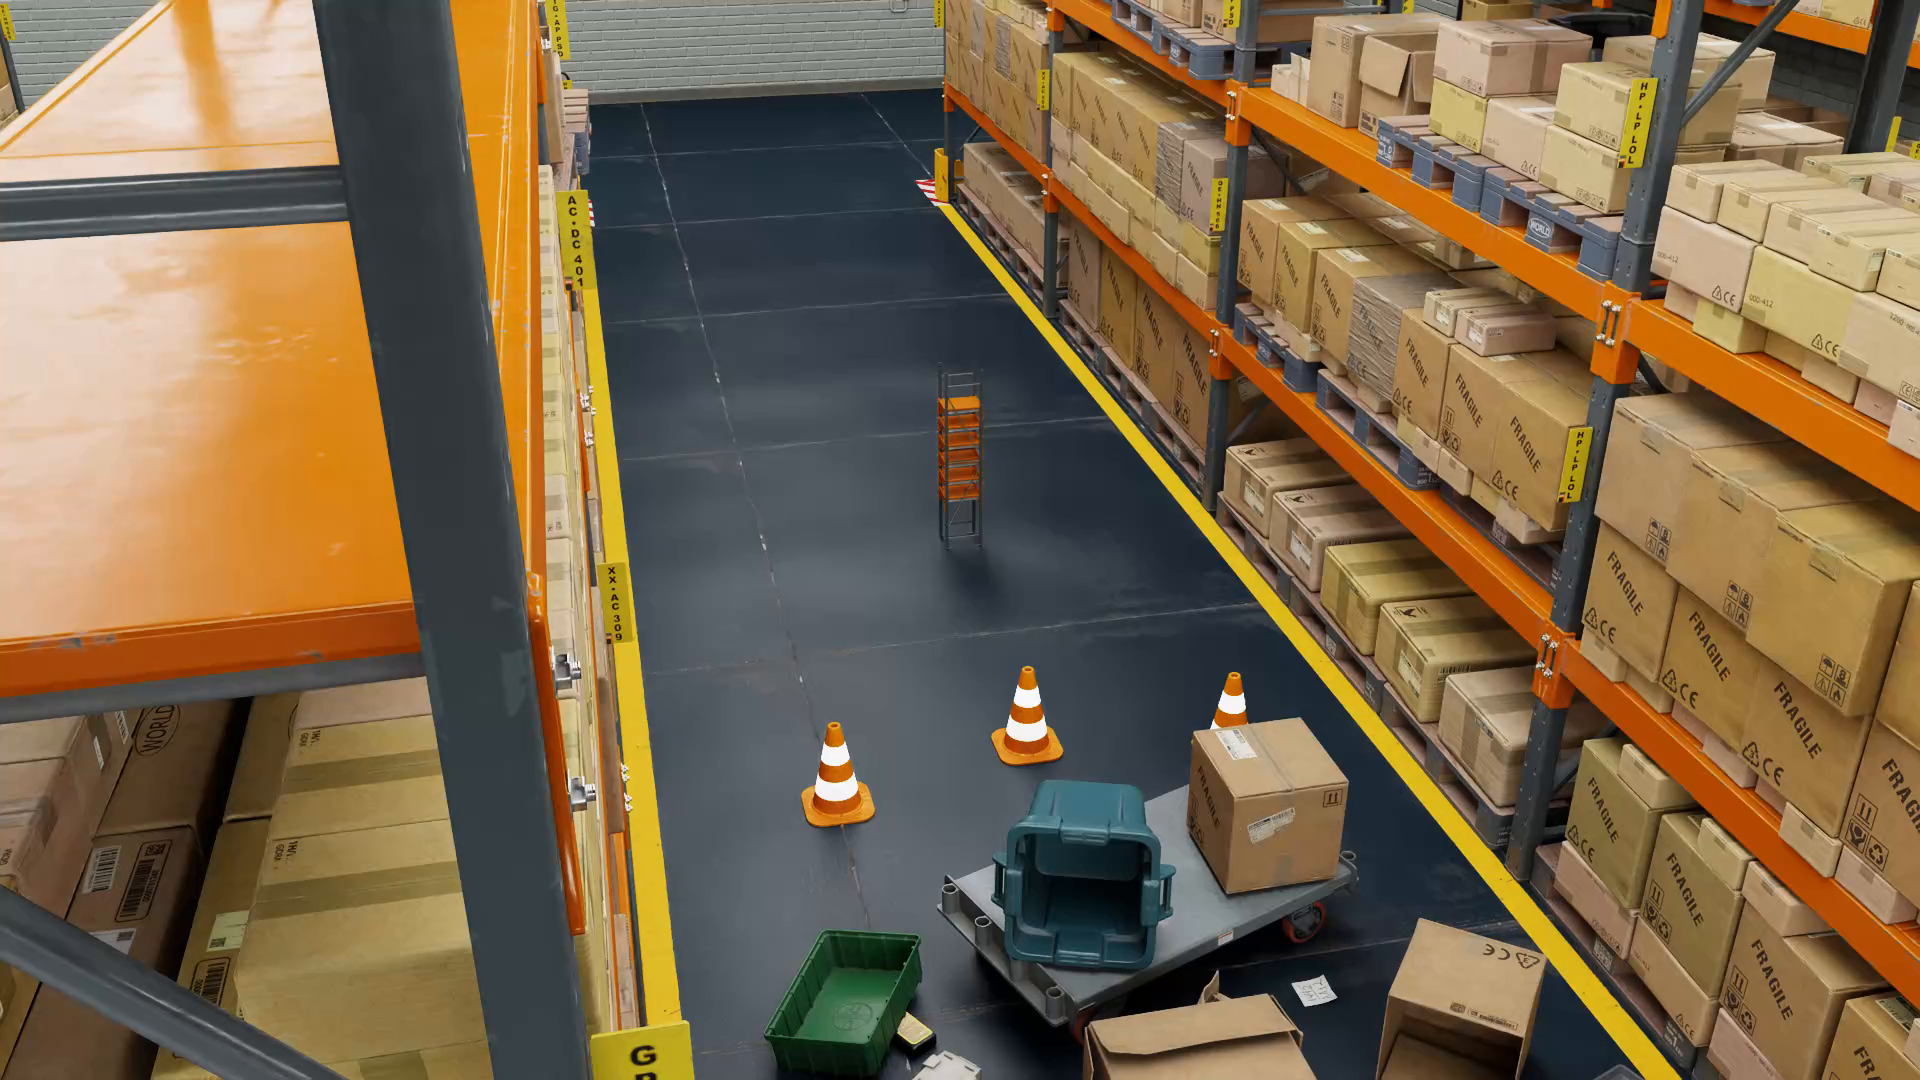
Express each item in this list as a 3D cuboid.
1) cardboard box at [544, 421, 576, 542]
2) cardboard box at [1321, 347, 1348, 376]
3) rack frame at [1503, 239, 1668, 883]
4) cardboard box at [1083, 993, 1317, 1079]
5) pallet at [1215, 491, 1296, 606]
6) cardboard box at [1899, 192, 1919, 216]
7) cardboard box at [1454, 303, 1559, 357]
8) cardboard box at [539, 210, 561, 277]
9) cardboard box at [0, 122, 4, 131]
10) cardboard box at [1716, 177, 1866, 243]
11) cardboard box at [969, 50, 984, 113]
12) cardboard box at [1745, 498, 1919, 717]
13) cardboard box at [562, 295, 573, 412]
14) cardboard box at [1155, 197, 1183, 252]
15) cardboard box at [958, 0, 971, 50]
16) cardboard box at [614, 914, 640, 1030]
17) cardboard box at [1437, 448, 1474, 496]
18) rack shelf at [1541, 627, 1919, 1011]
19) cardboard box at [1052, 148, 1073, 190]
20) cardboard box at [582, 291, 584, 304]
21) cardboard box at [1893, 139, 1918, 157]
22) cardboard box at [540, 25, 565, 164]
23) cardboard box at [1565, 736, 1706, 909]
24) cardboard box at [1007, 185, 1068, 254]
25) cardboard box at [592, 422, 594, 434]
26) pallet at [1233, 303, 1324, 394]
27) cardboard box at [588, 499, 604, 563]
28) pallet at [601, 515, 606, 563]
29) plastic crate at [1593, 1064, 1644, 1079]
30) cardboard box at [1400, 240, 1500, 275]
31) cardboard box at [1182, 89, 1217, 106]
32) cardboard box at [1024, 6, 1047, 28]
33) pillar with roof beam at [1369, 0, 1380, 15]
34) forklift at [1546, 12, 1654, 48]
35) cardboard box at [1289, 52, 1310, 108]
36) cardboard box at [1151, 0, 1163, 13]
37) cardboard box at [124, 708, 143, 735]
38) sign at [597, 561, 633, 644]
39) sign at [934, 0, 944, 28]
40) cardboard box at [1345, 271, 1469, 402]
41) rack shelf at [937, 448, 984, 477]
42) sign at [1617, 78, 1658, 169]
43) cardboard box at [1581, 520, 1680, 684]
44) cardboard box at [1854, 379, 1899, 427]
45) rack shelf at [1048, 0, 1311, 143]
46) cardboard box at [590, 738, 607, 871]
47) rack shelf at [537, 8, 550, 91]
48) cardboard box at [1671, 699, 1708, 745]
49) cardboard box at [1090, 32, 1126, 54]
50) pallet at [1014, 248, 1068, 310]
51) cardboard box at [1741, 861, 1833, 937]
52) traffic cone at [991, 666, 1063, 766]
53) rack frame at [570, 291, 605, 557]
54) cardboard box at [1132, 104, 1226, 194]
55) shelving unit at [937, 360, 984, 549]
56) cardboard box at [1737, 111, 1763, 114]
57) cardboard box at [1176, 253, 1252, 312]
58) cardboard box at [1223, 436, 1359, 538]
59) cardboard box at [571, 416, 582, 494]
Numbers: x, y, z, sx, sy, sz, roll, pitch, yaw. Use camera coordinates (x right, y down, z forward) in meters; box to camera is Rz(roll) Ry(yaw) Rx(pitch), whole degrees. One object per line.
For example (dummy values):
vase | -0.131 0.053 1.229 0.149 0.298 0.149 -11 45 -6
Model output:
cardboard box | -0.918 -0.092 3.090 0.380 0.149 0.250 -6 27 -12
cardboard box | 2.241 -1.039 9.293 0.380 0.149 0.250 -4 27 -9
rack frame | 3.031 0.157 7.109 1.000 3.000 0.127 -6 27 -12
cardboard box | 0.851 2.044 5.992 0.797 0.637 0.503 -6 27 -12
pallet | 2.304 -0.011 10.537 1.003 0.211 1.213 -6 27 -12
cardboard box | 3.420 -1.079 5.623 0.380 0.149 0.250 -5 27 -10
cardboard box | 2.539 -0.978 7.732 0.380 0.149 0.250 -7 28 -13
cardboard box | -1.263 -0.761 4.417 0.380 0.149 0.250 -6 27 -12
cardboard box | -8.812 -3.644 14.920 0.380 0.149 0.250 -6 27 -11
cardboard box | 2.871 -1.143 5.750 0.380 0.149 0.250 -5 27 -10
cardboard box | 0.393 -4.471 16.168 0.500 0.500 0.500 -6 27 -12
cardboard box | 3.099 0.198 5.477 0.700 0.500 0.500 -7 28 -13
cardboard box | -1.294 -0.521 4.383 0.500 0.250 0.500 -6 27 -12
cardboard box | 1.653 -2.166 11.325 0.500 0.250 0.500 -7 28 -13
cardboard box | 0.280 -5.136 16.376 0.500 0.500 0.500 -7 28 -13
cardboard box | -1.121 1.253 3.574 0.875 0.550 0.550 -6 27 -12
cardboard box | 2.510 -0.343 7.913 0.380 0.149 0.250 -6 27 -12
rack shelf | 3.481 1.357 5.532 1.077 0.370 4.000 -6 27 -12
cardboard box | 1.070 -3.068 13.665 0.500 0.250 0.500 -7 28 -13
cardboard box | -3.401 -2.032 14.144 0.380 0.149 0.250 -5 27 -10
cardboard box | 7.001 -2.578 11.952 0.500 0.500 0.500 -5 27 -9
cardboard box | -2.006 -1.933 7.233 0.500 0.500 0.500 -6 27 -12
cardboard box | 2.901 1.149 6.898 0.500 0.500 0.500 -5 27 -9
cardboard box | 0.989 -3.078 15.896 0.875 0.438 0.875 -7 28 -13
cardboard box | -2.698 -0.680 11.076 0.500 0.500 0.500 -6 27 -11
pallet | 2.394 -1.211 10.033 1.213 0.211 1.003 -6 27 -12
cardboard box | -1.740 0.180 6.953 0.500 0.500 0.500 -6 27 -11
pallet | -2.845 -0.150 10.813 1.003 0.211 1.213 -6 27 -12
plastic crate | 2.586 2.233 6.237 0.402 0.080 0.583 -16 31 -29
cardboard box | 2.745 -1.345 9.178 0.500 0.500 0.500 -8 28 -15
cardboard box | 1.923 -2.998 12.141 0.500 0.500 0.500 -6 27 -11
cardboard box | 0.773 -4.585 14.564 0.380 0.149 0.250 -6 27 -12
pillar with roof beam | 1.238 -9.132 18.857 9.100 9.000 0.400 -6 27 -12
forklift | 4.439 -2.027 11.513 1.130 2.935 3.031 -6 27 -12
cardboard box | 2.092 -2.610 9.412 0.396 0.266 0.258 -6 27 -12
cardboard box | 1.478 -3.634 10.975 0.396 0.266 0.258 -7 28 -13
cardboard box | -1.447 0.196 2.520 0.380 0.149 0.250 -5 27 -11
sign | -1.229 0.226 5.925 0.100 0.325 0.005 -6 27 -12
sign | -0.216 -5.479 17.227 0.100 0.325 0.005 -6 27 -12
cardboard box | 2.361 -1.062 8.617 0.500 0.500 0.500 -7 28 -14
rack shelf | 0.003 -0.490 10.487 0.258 0.103 0.180 -6 27 -12
sign | 2.491 -1.530 6.113 0.100 0.325 0.005 -6 27 -12
cardboard box | 2.858 0.201 6.581 0.500 0.500 0.500 -6 27 -12
cardboard box | 3.097 -0.457 5.277 0.380 0.149 0.250 -7 28 -13
rack shelf | 1.679 -3.495 11.814 1.077 0.370 4.000 -6 27 -12
cardboard box | -0.804 0.485 2.832 0.380 0.149 0.250 -6 27 -11
rack shelf | -2.220 -2.352 6.665 1.077 0.370 4.000 -6 27 -12
cardboard box | 2.986 0.660 6.393 0.380 0.149 0.250 -6 27 -12
cardboard box | 1.356 -4.079 14.282 0.500 0.500 0.500 -6 27 -11
pallet | 1.133 -2.451 15.373 1.003 0.211 1.213 -6 27 -12
cardboard box | 3.051 1.264 5.950 0.380 0.149 0.250 -4 27 -9
traffic cone | 0.348 0.862 8.529 0.336 0.463 0.334 -6 27 -12
rack frame | -2.671 -1.052 9.504 1.000 3.000 0.127 -6 27 -12
cardboard box | 1.529 -2.733 11.615 0.500 0.500 0.500 -6 27 -12
shelving unit | 0.003 -0.529 10.467 0.258 1.200 0.189 -6 27 -12
cardboard box | 3.174 -1.822 7.402 0.500 0.250 0.500 -6 27 -12
cardboard box | 1.762 -1.727 11.010 0.500 0.250 0.500 -7 28 -13
cardboard box | 2.247 -0.364 10.592 0.950 0.372 0.625 -8 28 -15
cardboard box | -1.147 -0.181 4.153 0.380 0.149 0.250 -6 27 -11
